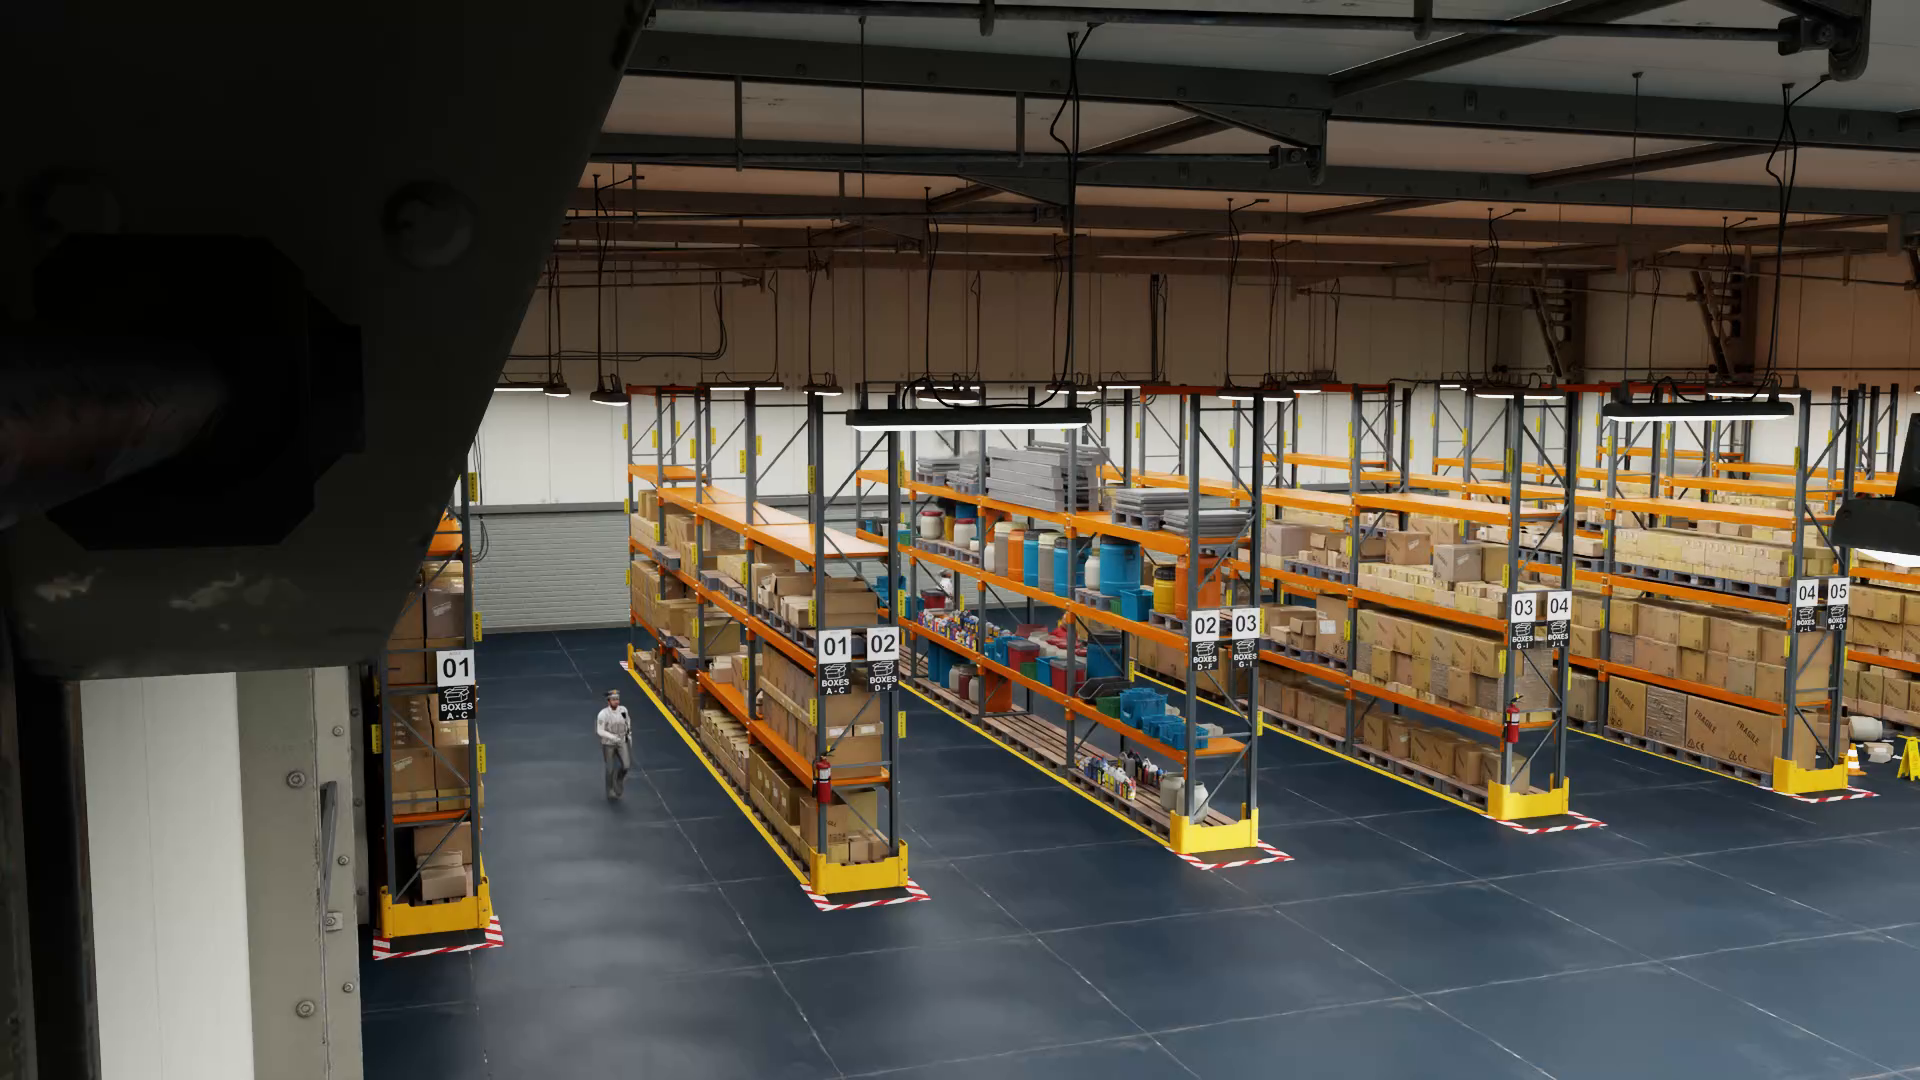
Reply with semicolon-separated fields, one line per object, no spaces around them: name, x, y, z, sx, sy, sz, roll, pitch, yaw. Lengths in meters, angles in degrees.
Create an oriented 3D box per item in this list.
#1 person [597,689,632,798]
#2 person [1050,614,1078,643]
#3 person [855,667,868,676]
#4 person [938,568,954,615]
person;-5.032;2.987;24.338;0.584;1.648;0.692;-3;7;-30
person;1.996;2.248;31.589;0.665;1.686;0.603;-3;7;-25
person;-1.803;2.563;29.041;0.616;1.625;1.003;-3;7;-29
person;-0.256;1.456;39.237;0.562;1.661;0.562;0;6;-1
